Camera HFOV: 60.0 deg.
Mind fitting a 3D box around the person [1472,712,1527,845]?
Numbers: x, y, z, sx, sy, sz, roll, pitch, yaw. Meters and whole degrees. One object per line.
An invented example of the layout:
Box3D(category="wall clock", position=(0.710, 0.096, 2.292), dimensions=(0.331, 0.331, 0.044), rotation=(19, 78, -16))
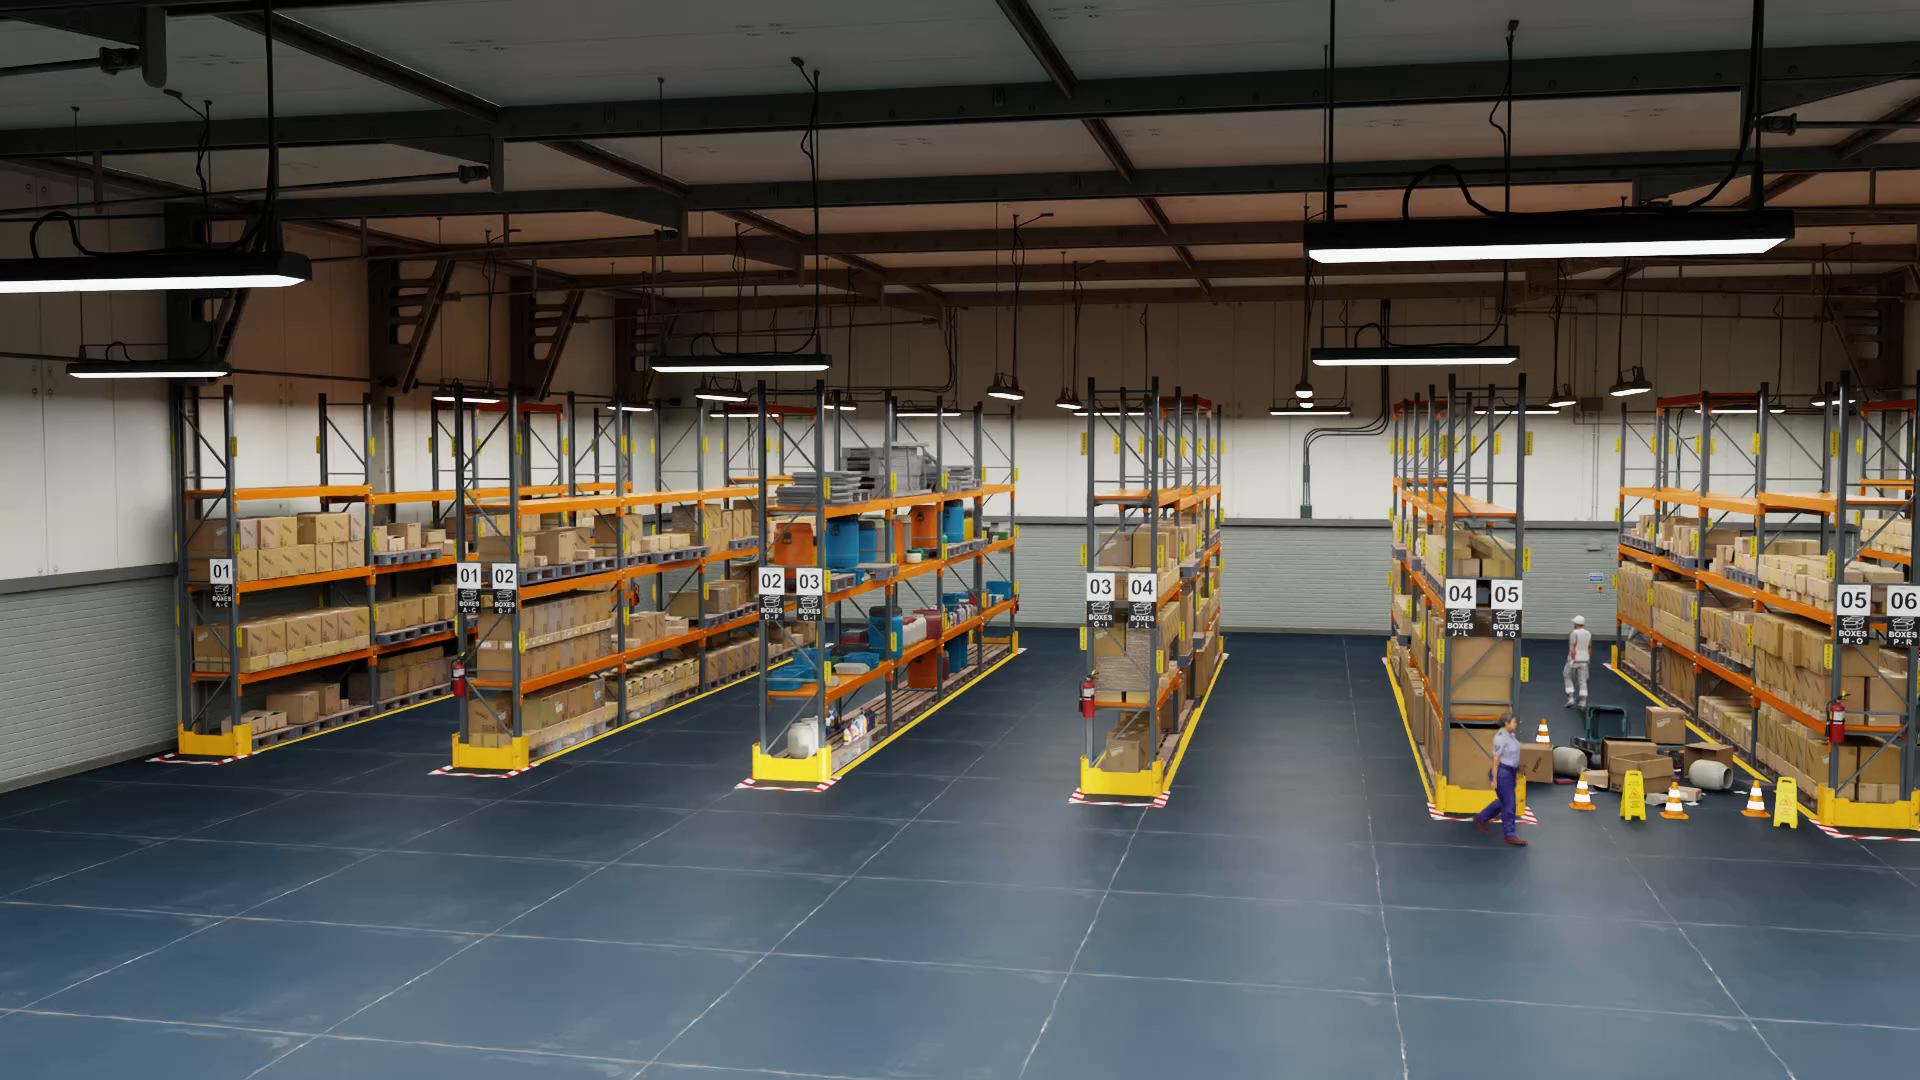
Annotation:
Box3D(category="person", position=(6.904, 3.000, 21.172), dimensions=(0.717, 1.629, 0.503), rotation=(2, 4, 31))

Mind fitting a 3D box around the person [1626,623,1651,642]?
Box3D(category="person", position=(16.239, 1.905, 39.780), dimensions=(0.997, 1.737, 0.547), rotation=(0, 3, -6))

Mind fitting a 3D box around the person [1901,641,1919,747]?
Box3D(category="person", position=(15.992, 2.578, 27.539), dimensions=(0.515, 1.807, 0.542), rotation=(0, 3, 1))

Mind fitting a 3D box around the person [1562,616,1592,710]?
Box3D(category="person", position=(11.804, 2.349, 31.645), dimensions=(0.512, 1.807, 0.543), rotation=(0, 3, 0))
